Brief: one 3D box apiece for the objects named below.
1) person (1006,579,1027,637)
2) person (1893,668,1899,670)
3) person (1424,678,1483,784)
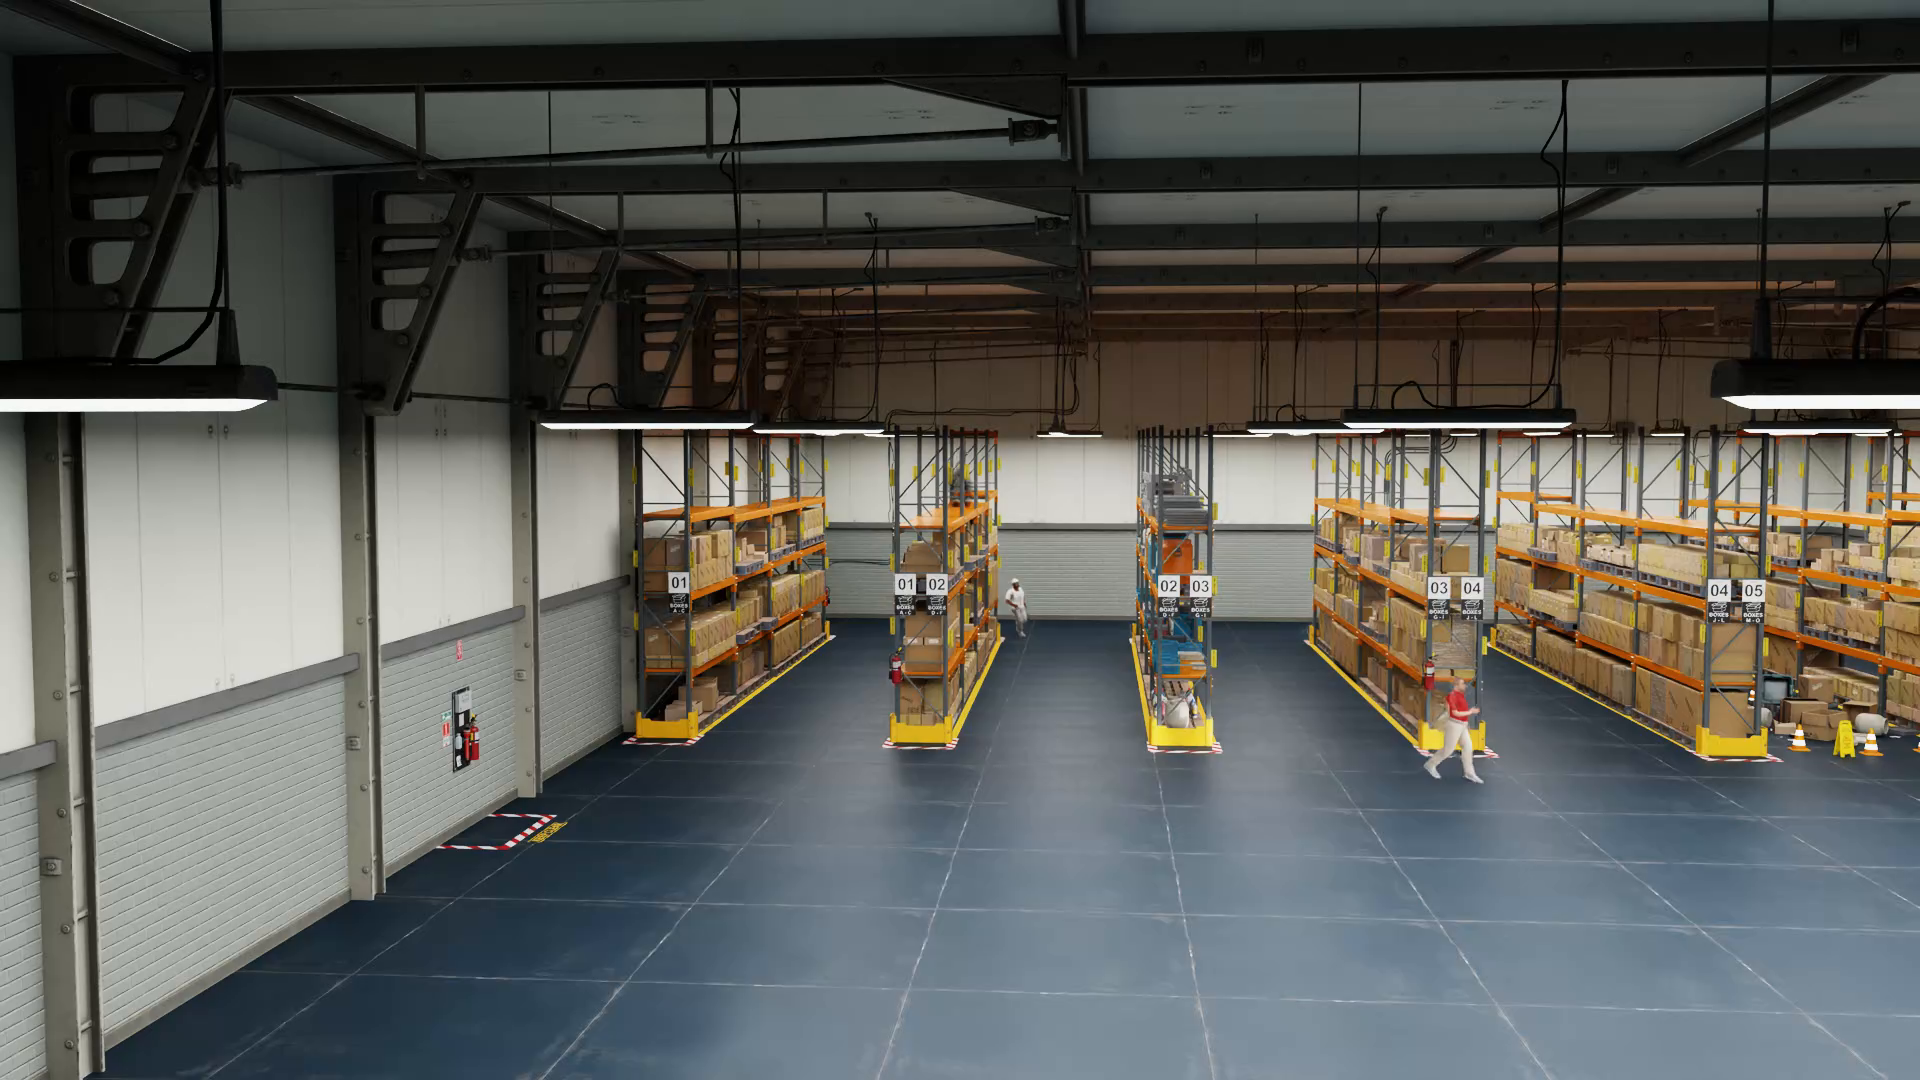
[{"bbox_3d":[1.657,1.968,48.300,0.686,1.698,0.525,-2,4,-36],"label":"person"},{"bbox_3d":[21.525,2.569,37.863,0.708,1.795,0.877,0,3,6],"label":"person"},{"bbox_3d":[8.270,3.165,27.814,0.959,1.747,0.650,2,4,32],"label":"person"}]
